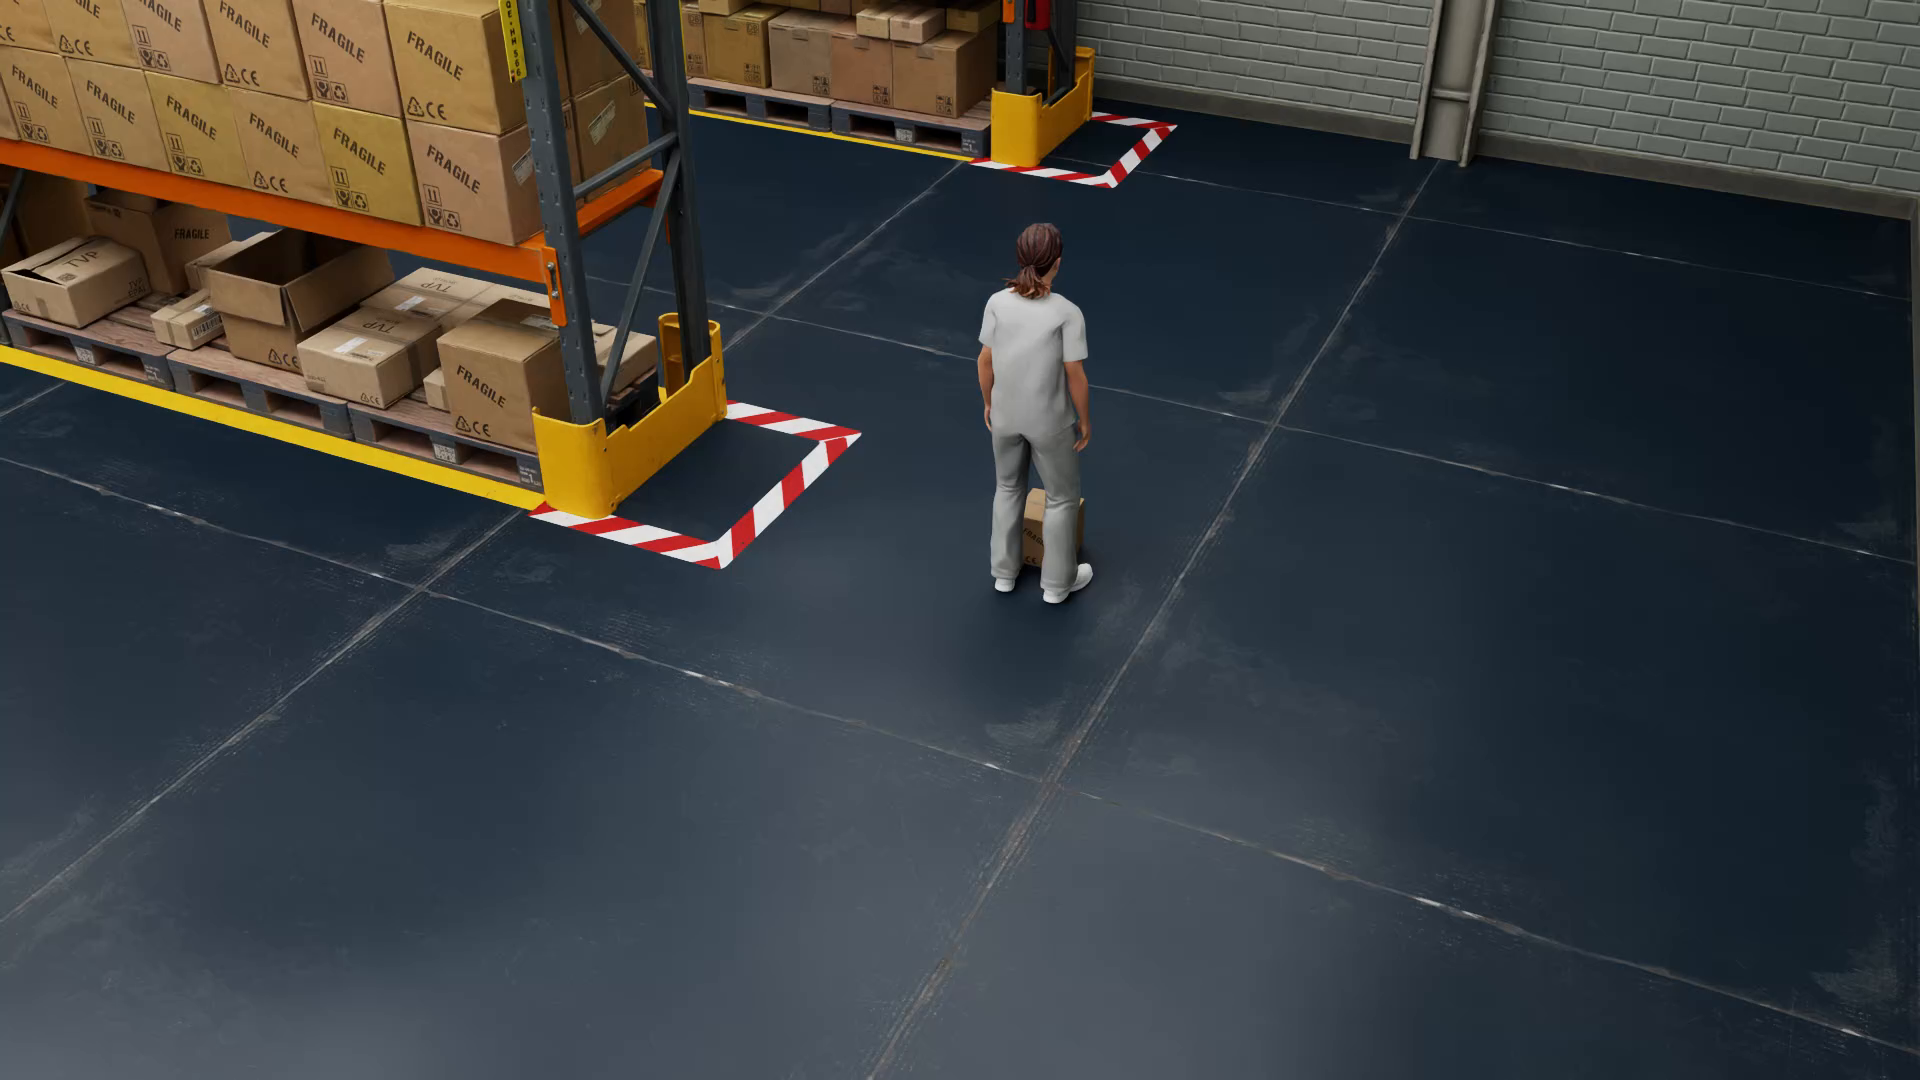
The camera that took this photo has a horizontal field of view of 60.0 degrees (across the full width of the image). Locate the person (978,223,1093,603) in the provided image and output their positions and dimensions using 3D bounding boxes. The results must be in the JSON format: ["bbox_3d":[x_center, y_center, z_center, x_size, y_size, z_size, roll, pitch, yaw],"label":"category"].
[{"bbox_3d":[0.314,-0.500,6.908,0.486,1.651,0.343,14,36,20],"label":"person"}]
